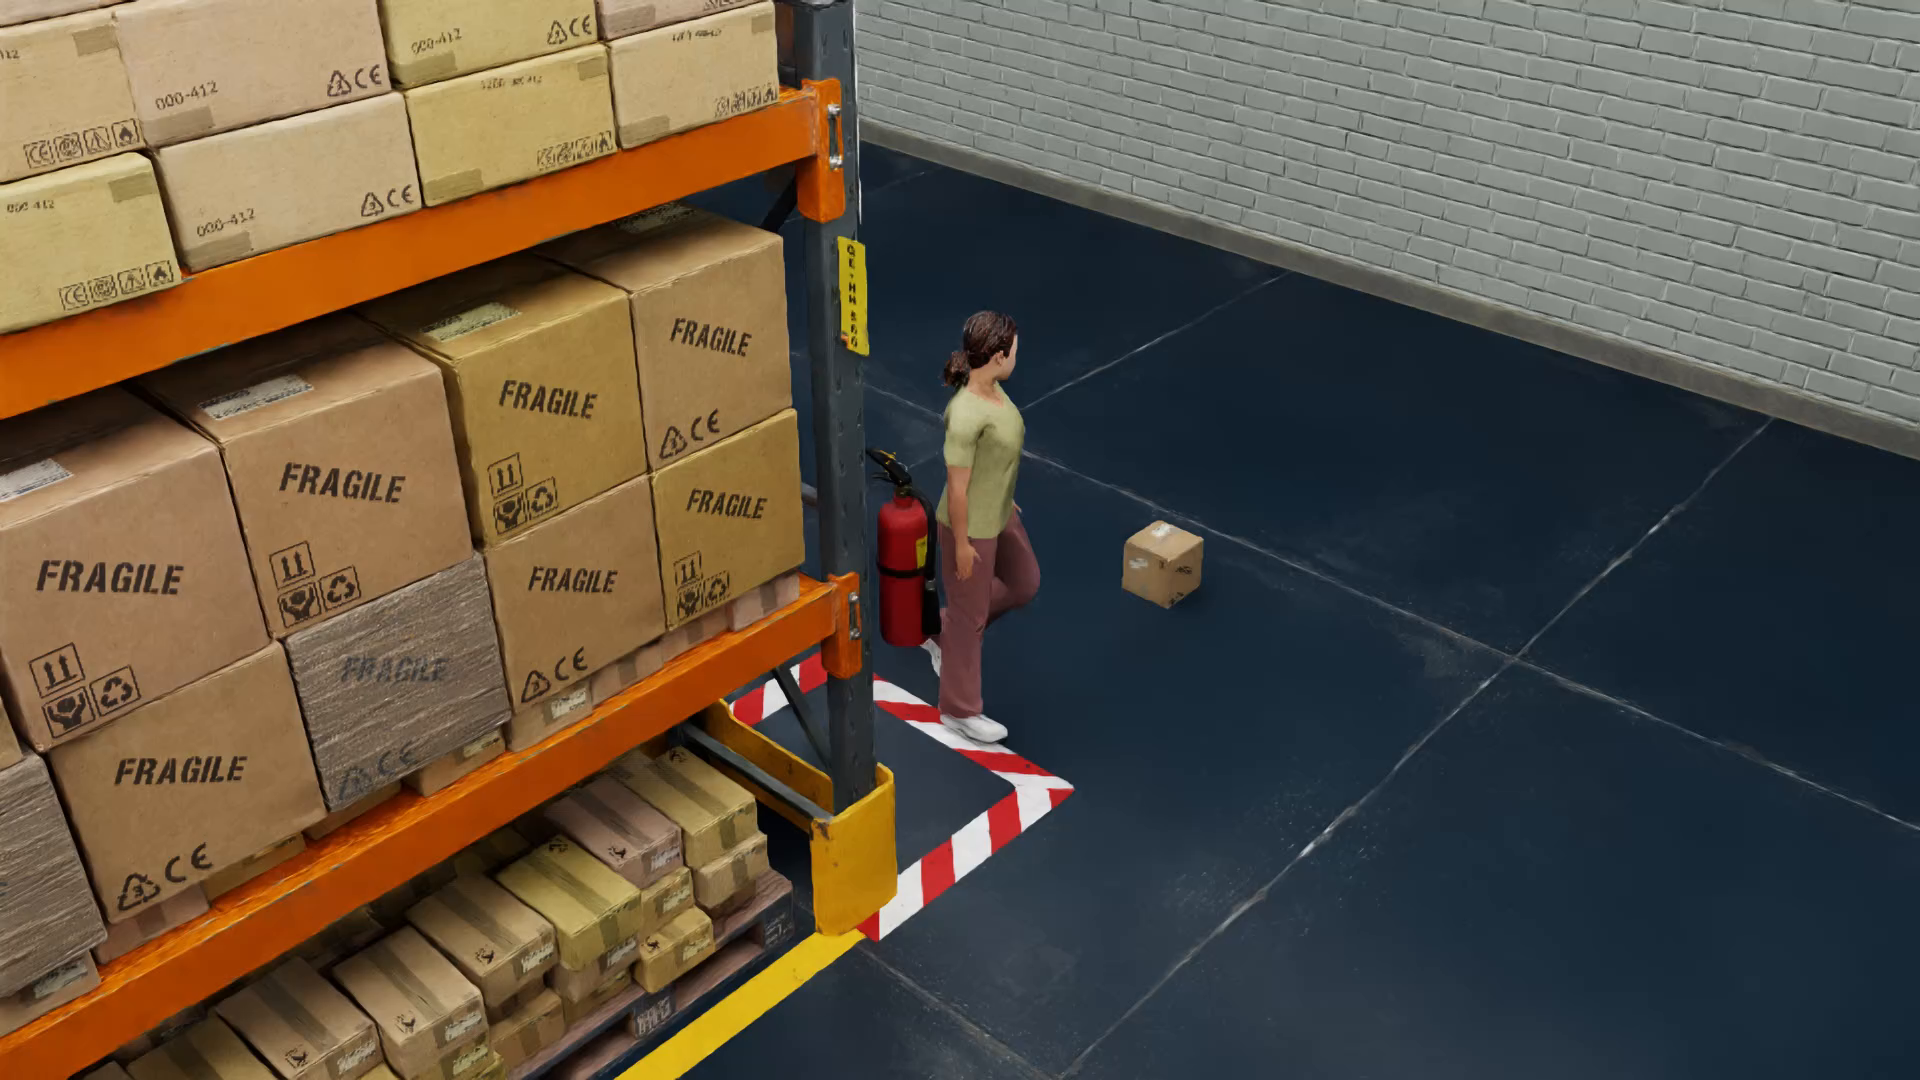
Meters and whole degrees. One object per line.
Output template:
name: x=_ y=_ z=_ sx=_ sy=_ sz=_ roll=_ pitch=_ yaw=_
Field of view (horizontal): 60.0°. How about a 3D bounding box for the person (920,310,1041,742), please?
person: x=0.026 y=0.033 z=6.305 sx=0.486 sy=1.410 sz=0.535 roll=9 pitch=33 yaw=14
